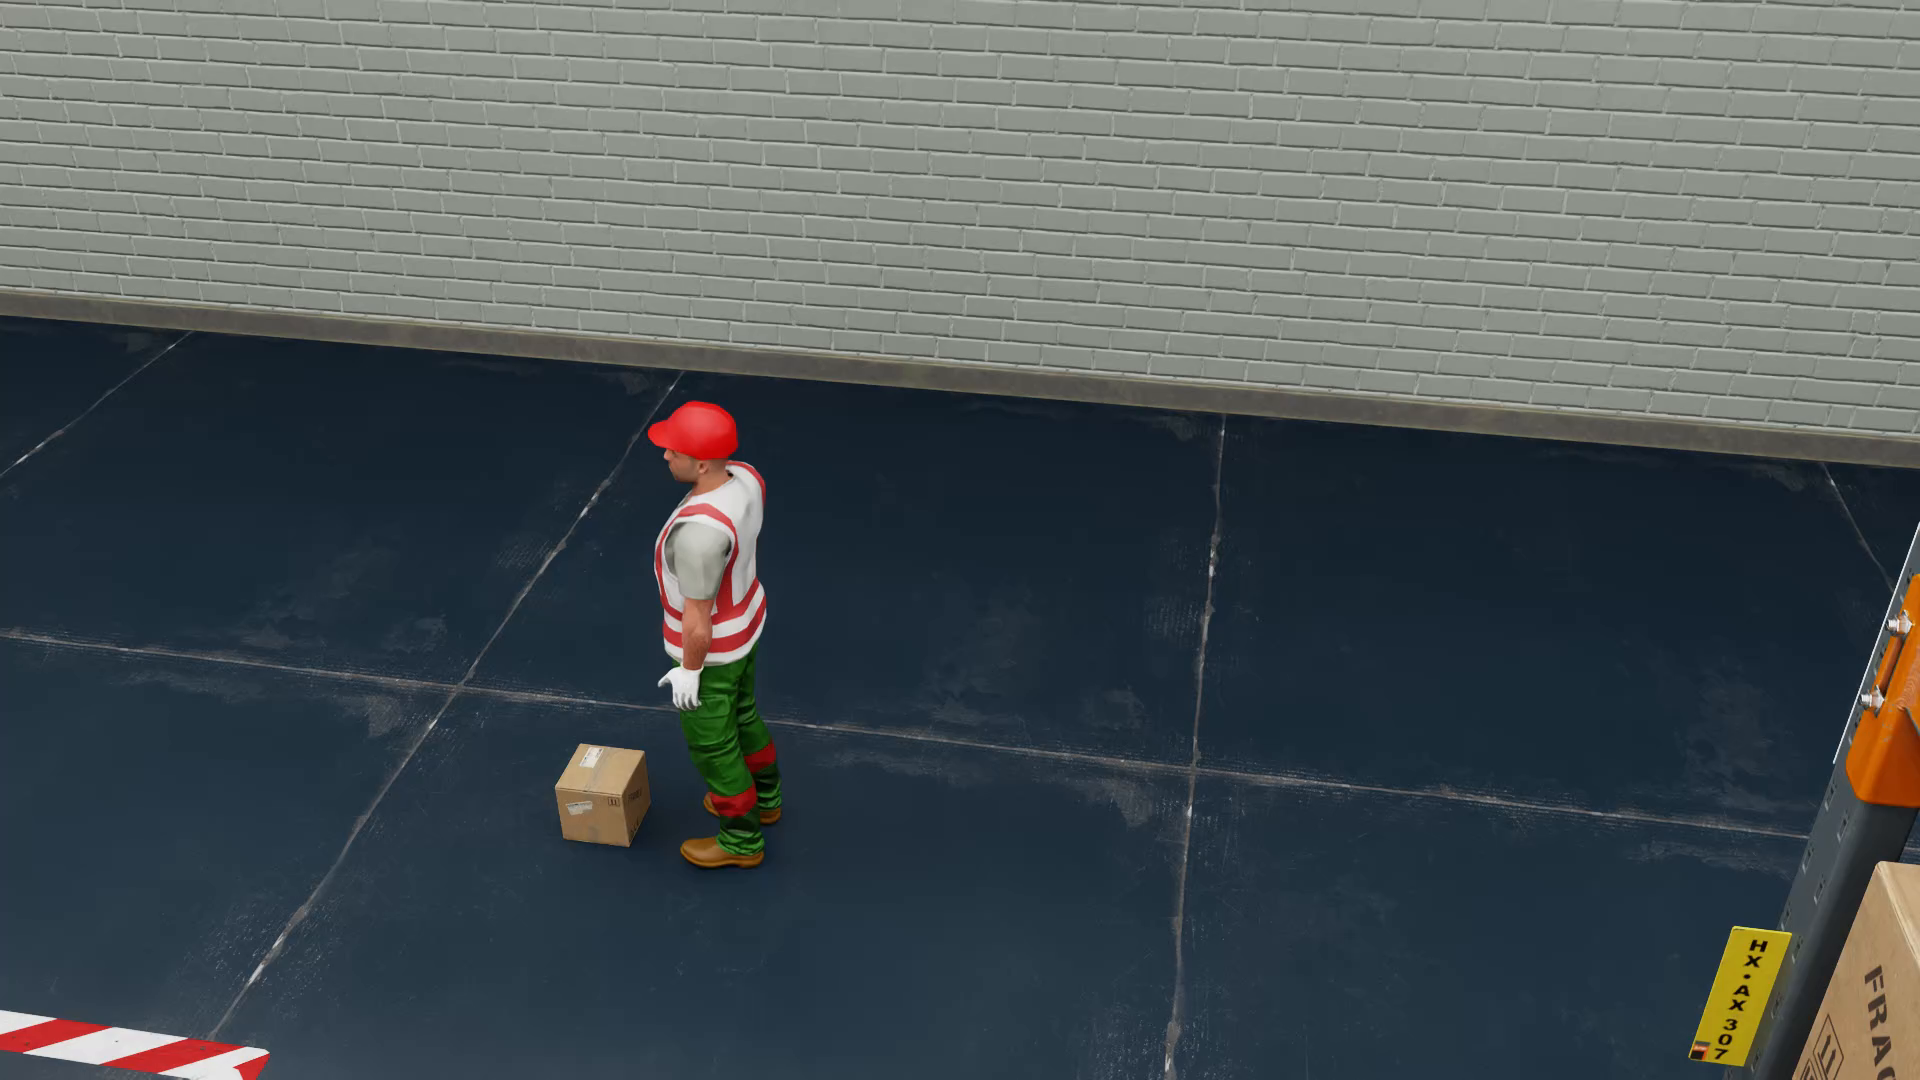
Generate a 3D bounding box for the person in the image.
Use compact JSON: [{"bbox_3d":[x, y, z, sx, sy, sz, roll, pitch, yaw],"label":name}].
[{"bbox_3d":[-0.820,0.333,5.584,0.337,1.786,0.524,6,33,9],"label":"person"}]
